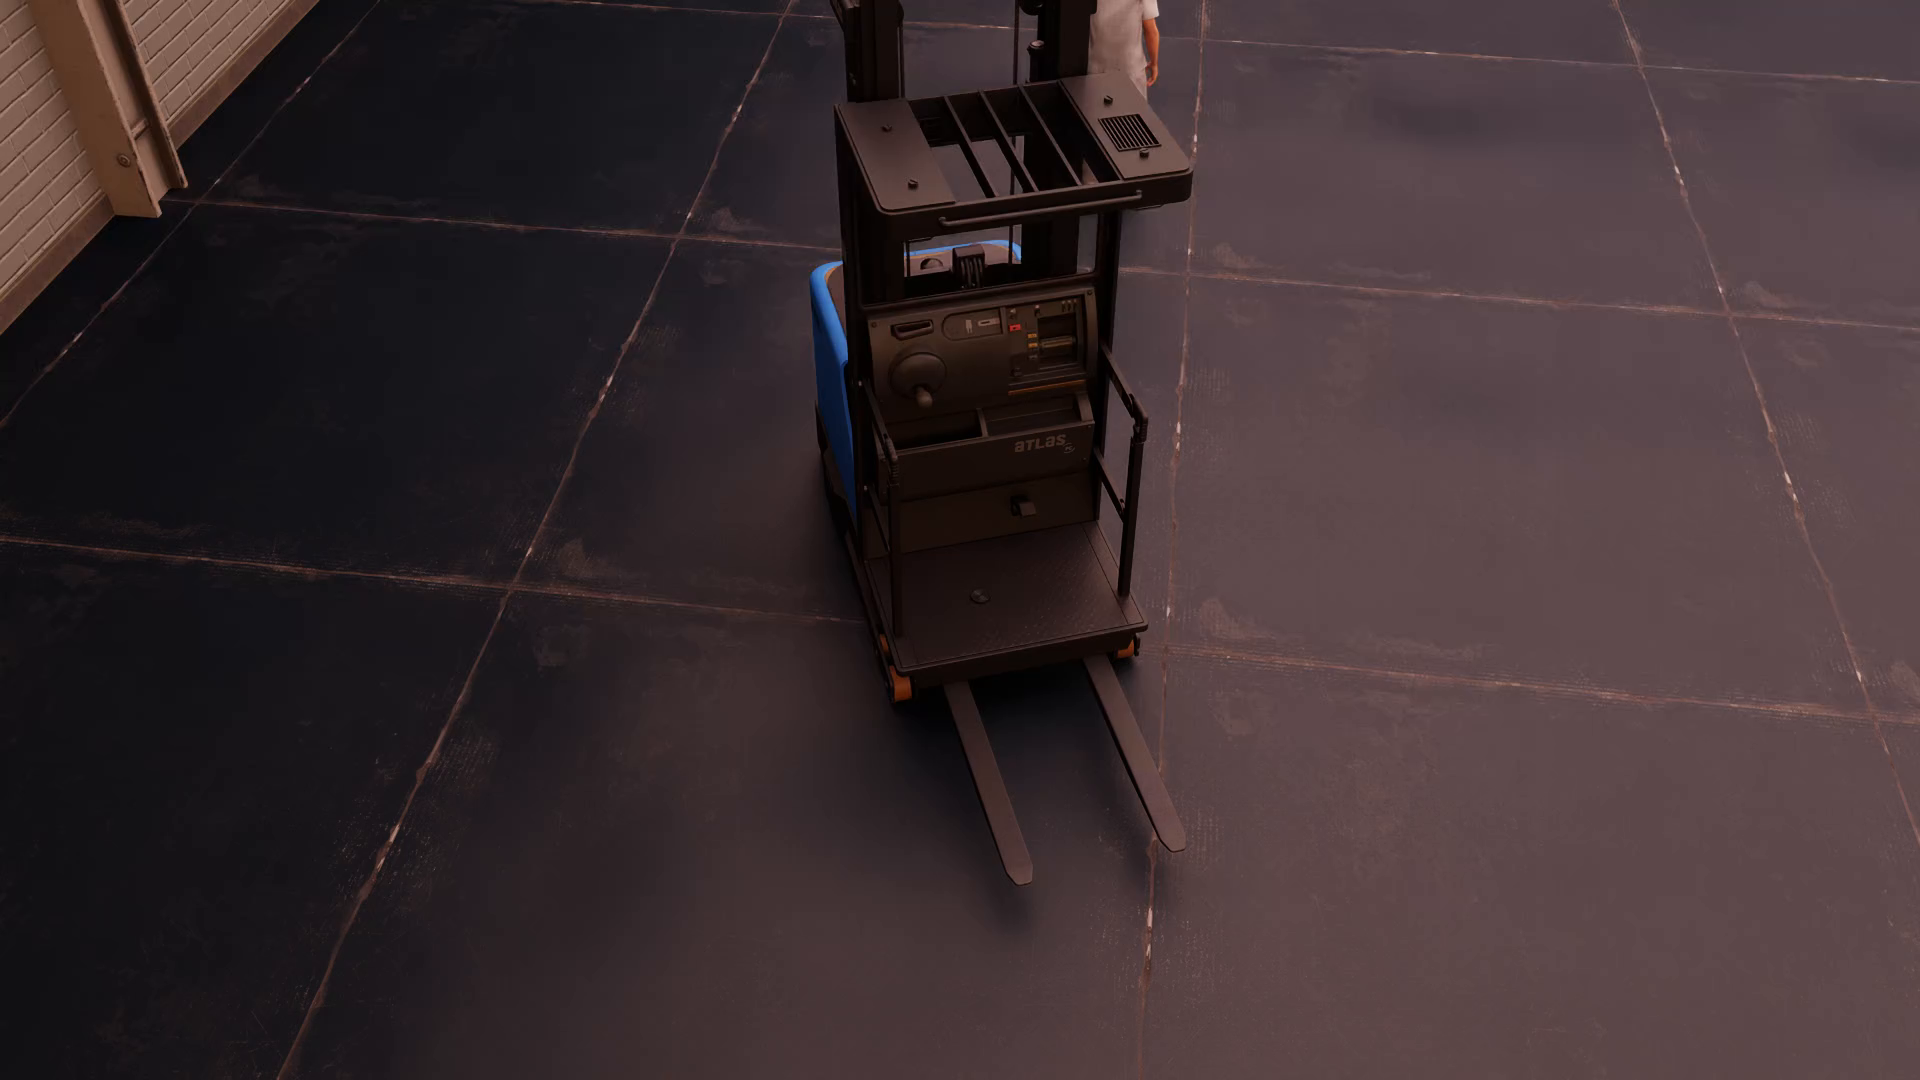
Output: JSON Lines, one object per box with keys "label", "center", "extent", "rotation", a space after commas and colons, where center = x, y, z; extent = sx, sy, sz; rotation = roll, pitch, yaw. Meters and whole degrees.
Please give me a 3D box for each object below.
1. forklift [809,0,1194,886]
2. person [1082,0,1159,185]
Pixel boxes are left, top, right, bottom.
{"label": "forklift", "center": [0.153, -0.681, 6.465], "extent": [1.130, 2.935, 3.031], "rotation": [-10, 44, -11]}
{"label": "person", "center": [0.908, -2.751, 9.650], "extent": [0.510, 1.673, 0.355], "rotation": [11, 44, 11]}
